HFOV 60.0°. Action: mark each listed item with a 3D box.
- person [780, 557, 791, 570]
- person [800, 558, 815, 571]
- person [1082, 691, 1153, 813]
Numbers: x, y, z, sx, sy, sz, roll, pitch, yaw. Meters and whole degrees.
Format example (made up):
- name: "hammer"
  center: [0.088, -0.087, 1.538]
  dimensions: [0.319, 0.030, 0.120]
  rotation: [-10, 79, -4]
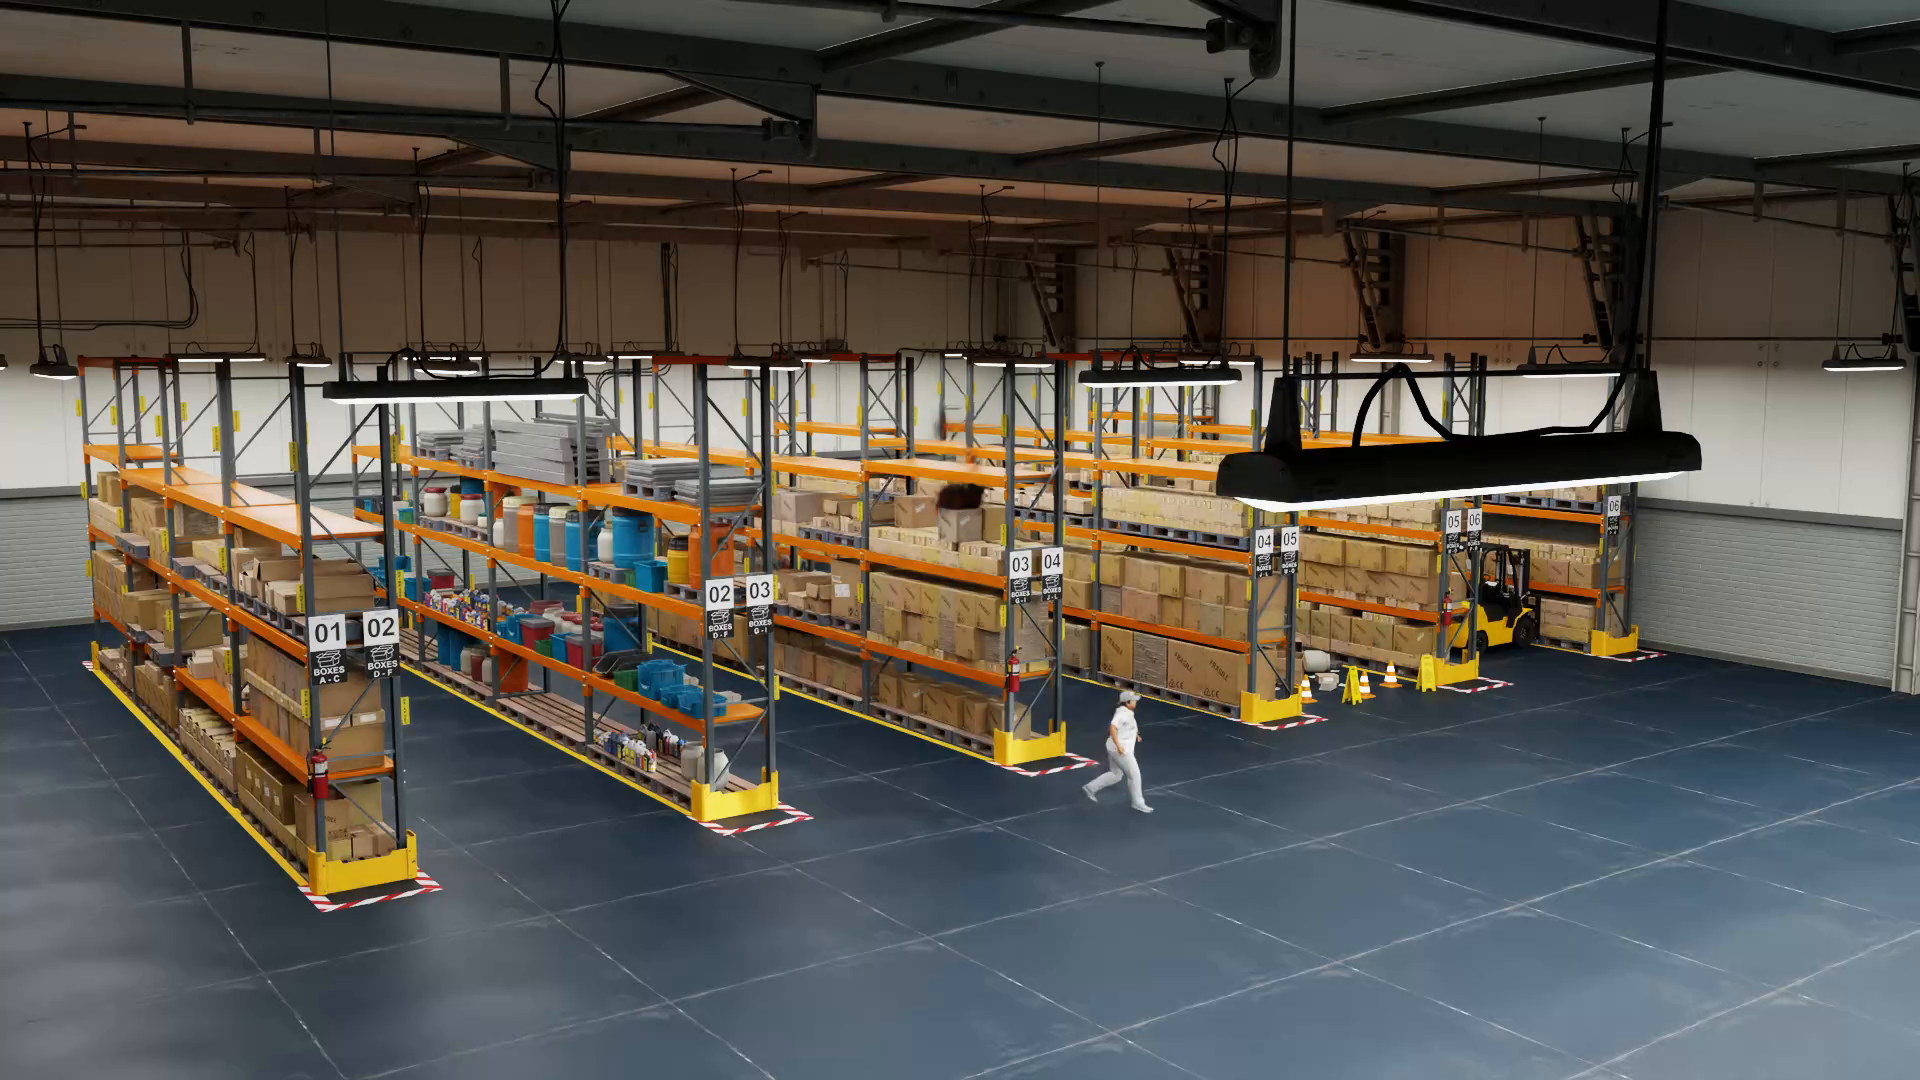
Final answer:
- name: "person"
  center: [-3.690, 1.202, 35.480]
  dimensions: [0.685, 1.708, 0.631]
  rotation: [-6, 9, -41]
- name: "person"
  center: [-3.929, 0.361, 42.112]
  dimensions: [0.741, 1.839, 0.633]
  rotation: [-6, 9, -43]
- name: "person"
  center: [2.129, 2.831, 22.227]
  dimensions: [0.948, 1.668, 0.629]
  rotation: [0, 7, -1]
